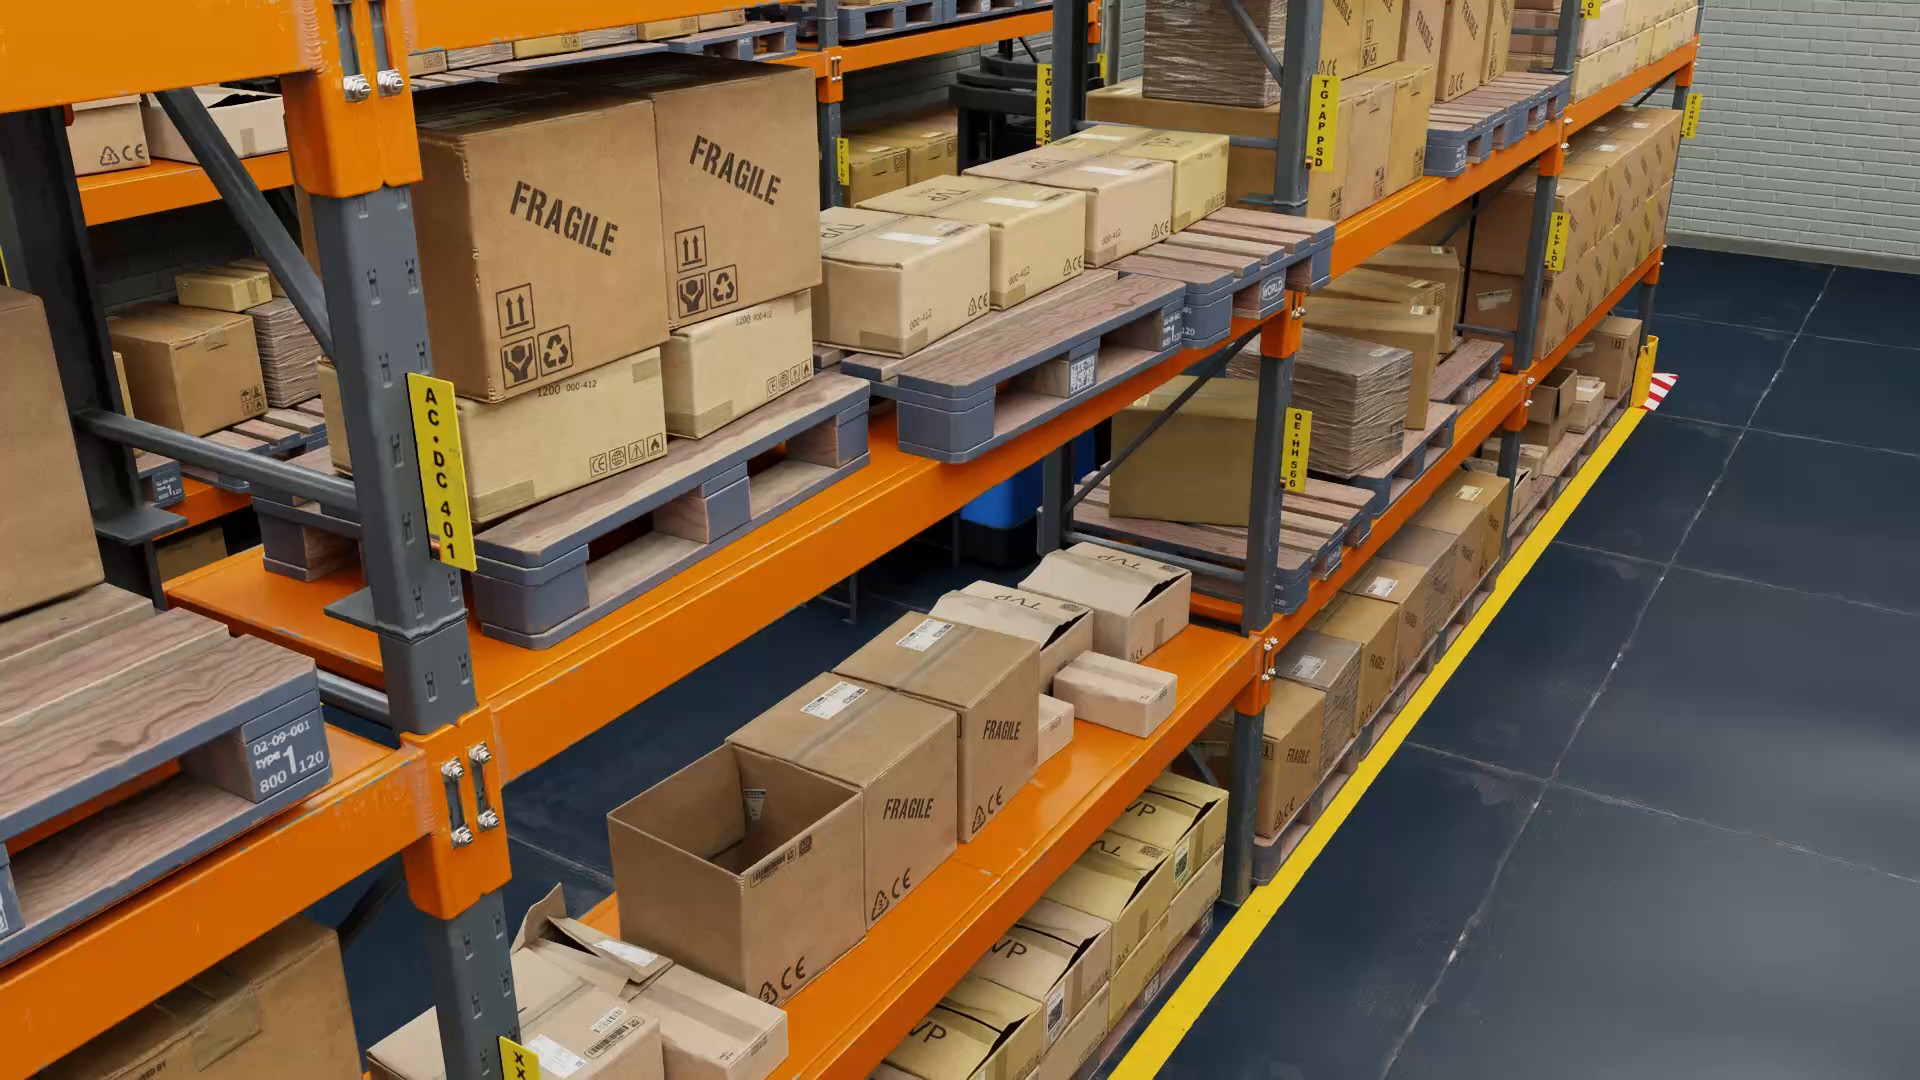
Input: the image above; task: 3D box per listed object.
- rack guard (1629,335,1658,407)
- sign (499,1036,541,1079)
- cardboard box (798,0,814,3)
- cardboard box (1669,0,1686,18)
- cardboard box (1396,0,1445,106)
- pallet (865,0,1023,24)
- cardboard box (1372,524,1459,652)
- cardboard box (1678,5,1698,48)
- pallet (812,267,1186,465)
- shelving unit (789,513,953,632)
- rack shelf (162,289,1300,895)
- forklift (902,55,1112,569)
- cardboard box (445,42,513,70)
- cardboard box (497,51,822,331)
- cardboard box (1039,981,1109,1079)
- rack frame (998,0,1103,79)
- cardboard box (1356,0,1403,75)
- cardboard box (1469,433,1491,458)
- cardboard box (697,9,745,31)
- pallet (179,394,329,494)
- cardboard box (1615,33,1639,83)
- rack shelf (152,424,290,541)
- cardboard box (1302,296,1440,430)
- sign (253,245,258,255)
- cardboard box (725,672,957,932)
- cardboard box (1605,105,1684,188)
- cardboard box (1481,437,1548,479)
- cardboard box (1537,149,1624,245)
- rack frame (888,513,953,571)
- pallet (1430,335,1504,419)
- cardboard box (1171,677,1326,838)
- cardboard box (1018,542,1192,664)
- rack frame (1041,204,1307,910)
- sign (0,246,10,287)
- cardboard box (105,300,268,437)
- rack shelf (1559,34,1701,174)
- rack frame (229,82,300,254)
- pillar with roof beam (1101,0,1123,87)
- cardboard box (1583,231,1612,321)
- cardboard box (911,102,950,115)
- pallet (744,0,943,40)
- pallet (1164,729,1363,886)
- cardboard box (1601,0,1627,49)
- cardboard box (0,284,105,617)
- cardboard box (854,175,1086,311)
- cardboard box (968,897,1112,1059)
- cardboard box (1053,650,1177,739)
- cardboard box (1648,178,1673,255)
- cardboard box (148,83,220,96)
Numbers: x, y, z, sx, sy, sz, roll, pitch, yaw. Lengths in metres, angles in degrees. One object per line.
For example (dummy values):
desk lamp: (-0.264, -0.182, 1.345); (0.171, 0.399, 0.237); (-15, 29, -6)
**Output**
rack guard: (4.978, -1.450, 13.471); (1.175, 0.500, 0.348); (14, 27, 29)
sign: (-0.839, 1.109, 3.223); (0.100, 0.325, 0.005); (14, 27, 29)
cardboard box: (-1.140, -4.136, 12.288); (0.500, 0.250, 0.500); (14, 27, 29)
cardboard box: (4.701, -3.765, 11.454); (0.500, 0.250, 0.500); (14, 27, 29)
cardboard box: (1.879, -2.329, 7.798); (0.600, 0.600, 0.600); (13, 26, 27)
pallet: (-0.217, -4.330, 13.312); (1.003, 0.211, 1.213); (14, 27, 29)
cardboard box: (2.359, 0.233, 9.029); (0.500, 0.500, 0.500); (14, 27, 30)
cardboard box: (4.971, -3.702, 11.939); (0.500, 0.250, 0.500); (14, 27, 29)
pallet: (-0.071, -0.587, 4.792); (1.003, 0.211, 1.213); (15, 28, 31)
shelving unit: (-0.549, -0.389, 9.762); (0.538, 1.500, 1.048); (16, 28, 32)
rack shelf: (-0.256, -0.294, 4.784); (1.077, 0.370, 4.000); (14, 27, 29)
forklift: (0.679, -1.694, 10.974); (1.130, 2.935, 3.031); (16, 28, 32)
cardboard box: (-2.970, -2.950, 9.333); (0.700, 0.500, 0.500); (12, 26, 26)
cardboard box: (-0.672, -0.814, 3.796); (0.500, 0.500, 0.500); (17, 29, 34)
cardboard box: (0.192, 1.719, 5.937); (0.500, 0.250, 0.500); (15, 27, 30)
rack frame: (0.808, -3.660, 15.429); (1.000, 3.000, 0.127); (14, 27, 29)
cardboard box: (1.572, -2.294, 7.114); (0.500, 0.500, 0.500); (14, 27, 29)
cardboard box: (3.364, -0.746, 11.528); (0.500, 0.311, 0.500); (14, 27, 29)
cardboard box: (-1.859, -3.660, 10.974); (0.700, 0.500, 0.500); (12, 26, 26)
pallet: (-3.697, -0.609, 8.622); (1.213, 0.211, 1.003); (14, 27, 29)
cardboard box: (3.907, -3.029, 10.385); (0.500, 0.250, 0.500); (14, 27, 29)
rack shelf: (-4.467, 0.045, 7.775); (1.077, 0.370, 4.000); (14, 27, 29)
cardboard box: (2.029, -0.902, 8.404); (0.700, 0.500, 0.500); (7, 24, 16)
sign: (-3.885, -1.606, 9.228); (0.100, 0.325, 0.005); (14, 27, 29)
cardboard box: (-0.350, 0.779, 5.050); (0.500, 0.500, 0.500); (14, 27, 29)
cardboard box: (5.017, -2.920, 12.335); (0.500, 0.500, 0.500); (14, 27, 29)
cardboard box: (3.762, -0.565, 11.292); (0.380, 0.166, 0.250); (14, 27, 29)
cardboard box: (3.939, -2.225, 10.731); (0.500, 0.500, 0.500); (13, 27, 27)
rack frame: (-0.257, -0.555, 10.144); (0.500, 1.500, 0.032); (16, 28, 32)
pallet: (2.394, -0.938, 9.383); (1.003, 0.211, 1.213); (14, 27, 29)
cardboard box: (1.281, 0.928, 7.422); (0.500, 0.500, 0.500); (15, 28, 31)
cardboard box: (0.570, 0.232, 6.552); (0.500, 0.311, 0.500); (16, 28, 32)
rack frame: (0.799, 0.077, 6.796); (1.000, 3.000, 0.127); (14, 27, 29)
sign: (-1.778, -0.442, 3.172); (0.100, 0.325, 0.005); (14, 27, 29)
cardboard box: (-3.923, -0.853, 8.264); (0.700, 0.500, 0.500); (11, 26, 24)
rack shelf: (3.964, -2.994, 11.021); (1.077, 0.370, 4.000); (14, 27, 29)
rack frame: (-3.412, -0.960, 9.191); (1.000, 3.000, 0.127); (14, 27, 29)
pillar with roof beam: (5.155, -6.603, 14.677); (9.100, 9.000, 0.400); (14, 27, 29)
cardboard box: (3.942, -1.776, 10.950); (0.500, 0.500, 0.500); (14, 27, 29)
cardboard box: (0.173, -3.375, 14.394); (0.980, 0.700, 0.700); (14, 27, 29)
pallet: (-0.861, -3.920, 12.365); (1.003, 0.211, 1.213); (14, 27, 29)
pallet: (1.225, 1.113, 7.914); (1.003, 0.211, 1.213); (14, 27, 29)
cardboard box: (3.638, -3.091, 9.899); (0.500, 0.250, 0.500); (14, 27, 29)
cardboard box: (-1.801, -0.138, 2.686); (0.500, 0.500, 0.500); (16, 28, 33)
cardboard box: (0.035, -0.887, 4.908); (0.500, 0.250, 0.500); (13, 27, 28)
cardboard box: (0.194, 1.464, 5.820); (0.500, 0.311, 0.500); (14, 27, 29)
cardboard box: (0.559, 0.554, 6.011); (0.380, 0.149, 0.250); (14, 27, 29)
cardboard box: (5.013, -2.461, 12.533); (0.500, 0.500, 0.500); (15, 27, 31)
cardboard box: (-3.987, -2.197, 8.122); (0.500, 0.500, 0.500); (14, 27, 29)
